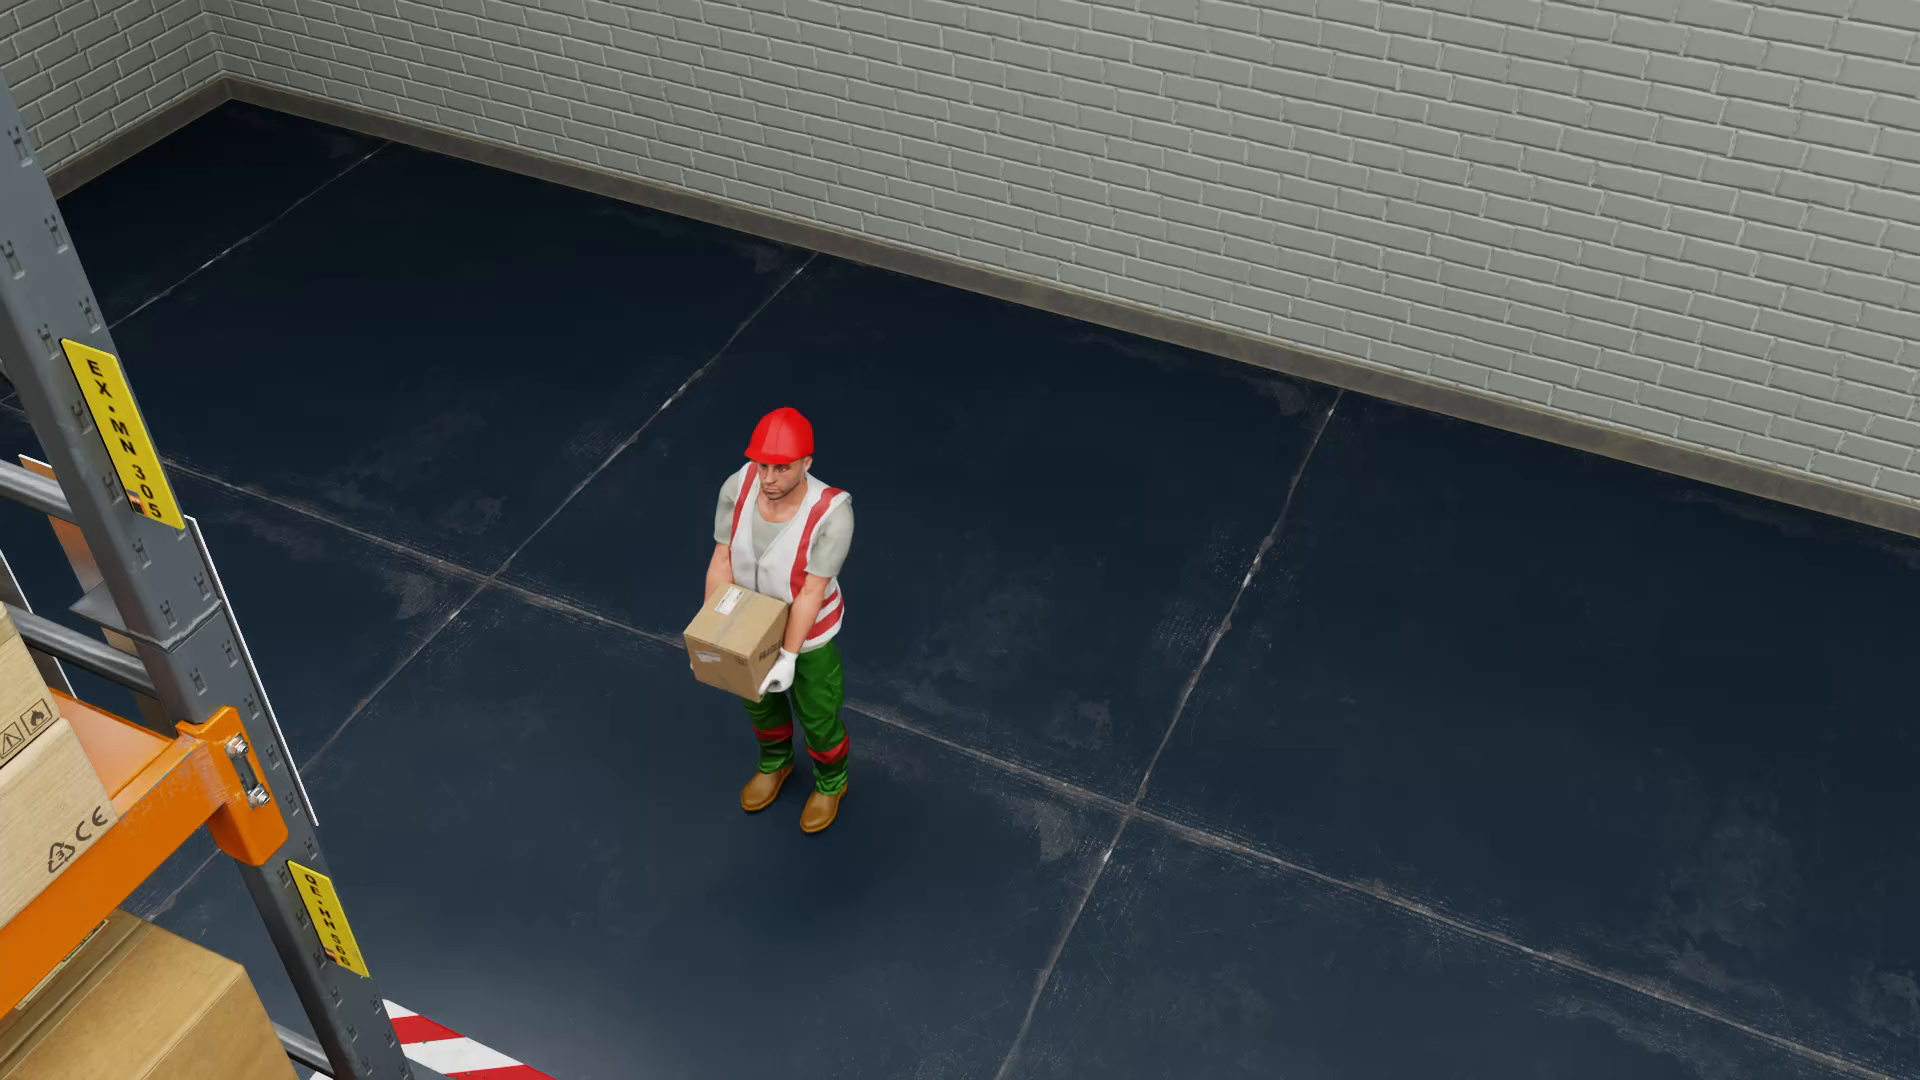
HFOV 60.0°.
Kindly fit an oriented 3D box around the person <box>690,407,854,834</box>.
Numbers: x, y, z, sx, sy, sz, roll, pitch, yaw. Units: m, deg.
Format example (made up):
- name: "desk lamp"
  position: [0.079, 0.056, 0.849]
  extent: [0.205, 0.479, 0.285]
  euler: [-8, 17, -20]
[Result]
- name: "person"
  position: [-0.641, 0.360, 5.738]
  extent: [0.494, 1.784, 0.563]
  euler: [18, 45, 19]
